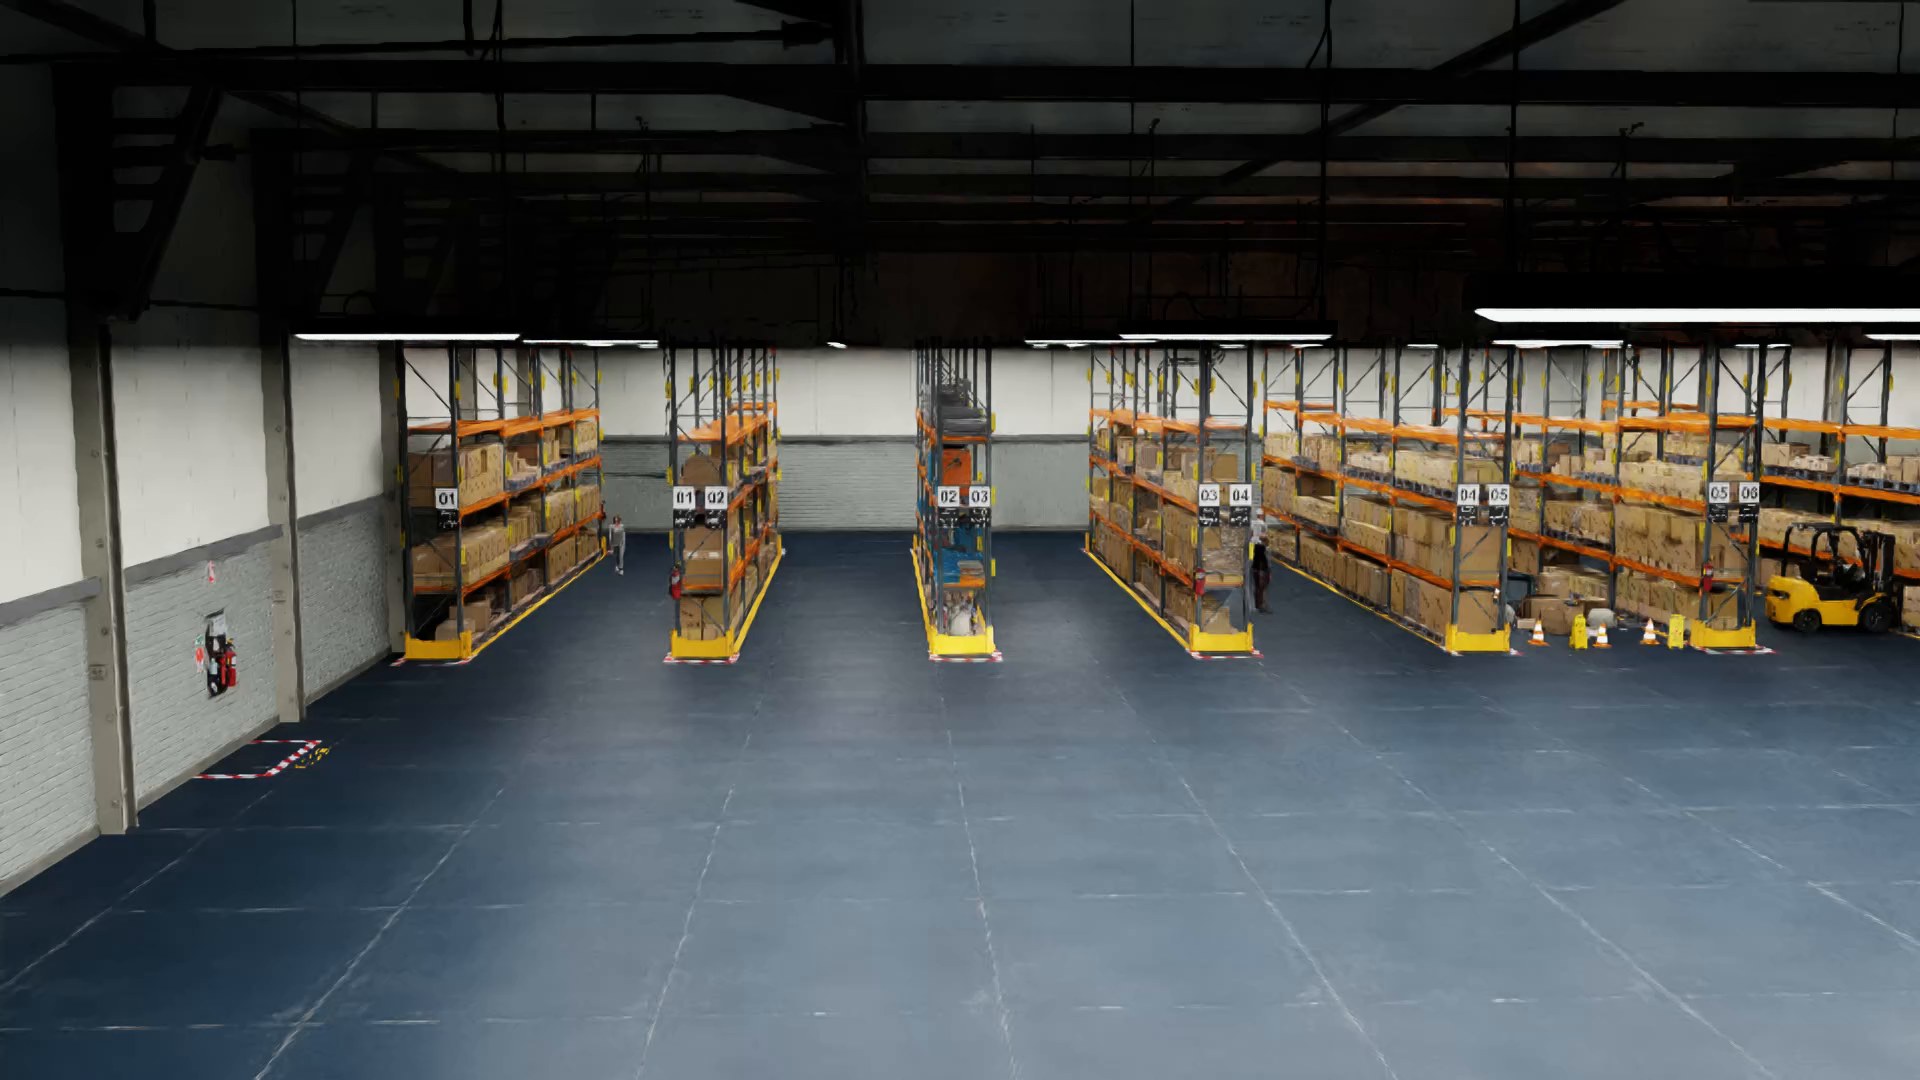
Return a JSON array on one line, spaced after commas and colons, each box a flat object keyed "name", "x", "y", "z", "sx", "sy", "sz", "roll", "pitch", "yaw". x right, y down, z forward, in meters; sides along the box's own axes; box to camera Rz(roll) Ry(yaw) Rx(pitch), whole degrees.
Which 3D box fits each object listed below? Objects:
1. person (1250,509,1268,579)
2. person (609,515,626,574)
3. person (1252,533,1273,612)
[{"name": "person", "x": 7.478, "y": 0.122, "z": 41.394, "sx": 0.451, "sy": 1.781, "sz": 0.605, "roll": -4, "pitch": 8, "yaw": -32}, {"name": "person", "x": -8.826, "y": 0.092, "z": 42.817, "sx": 0.419, "sy": 1.514, "sz": 1.038, "roll": -1, "pitch": 7, "yaw": -5}, {"name": "person", "x": 6.690, "y": 0.697, "z": 36.596, "sx": 0.463, "sy": 1.731, "sz": 0.598, "roll": -4, "pitch": 7, "yaw": -29}]
